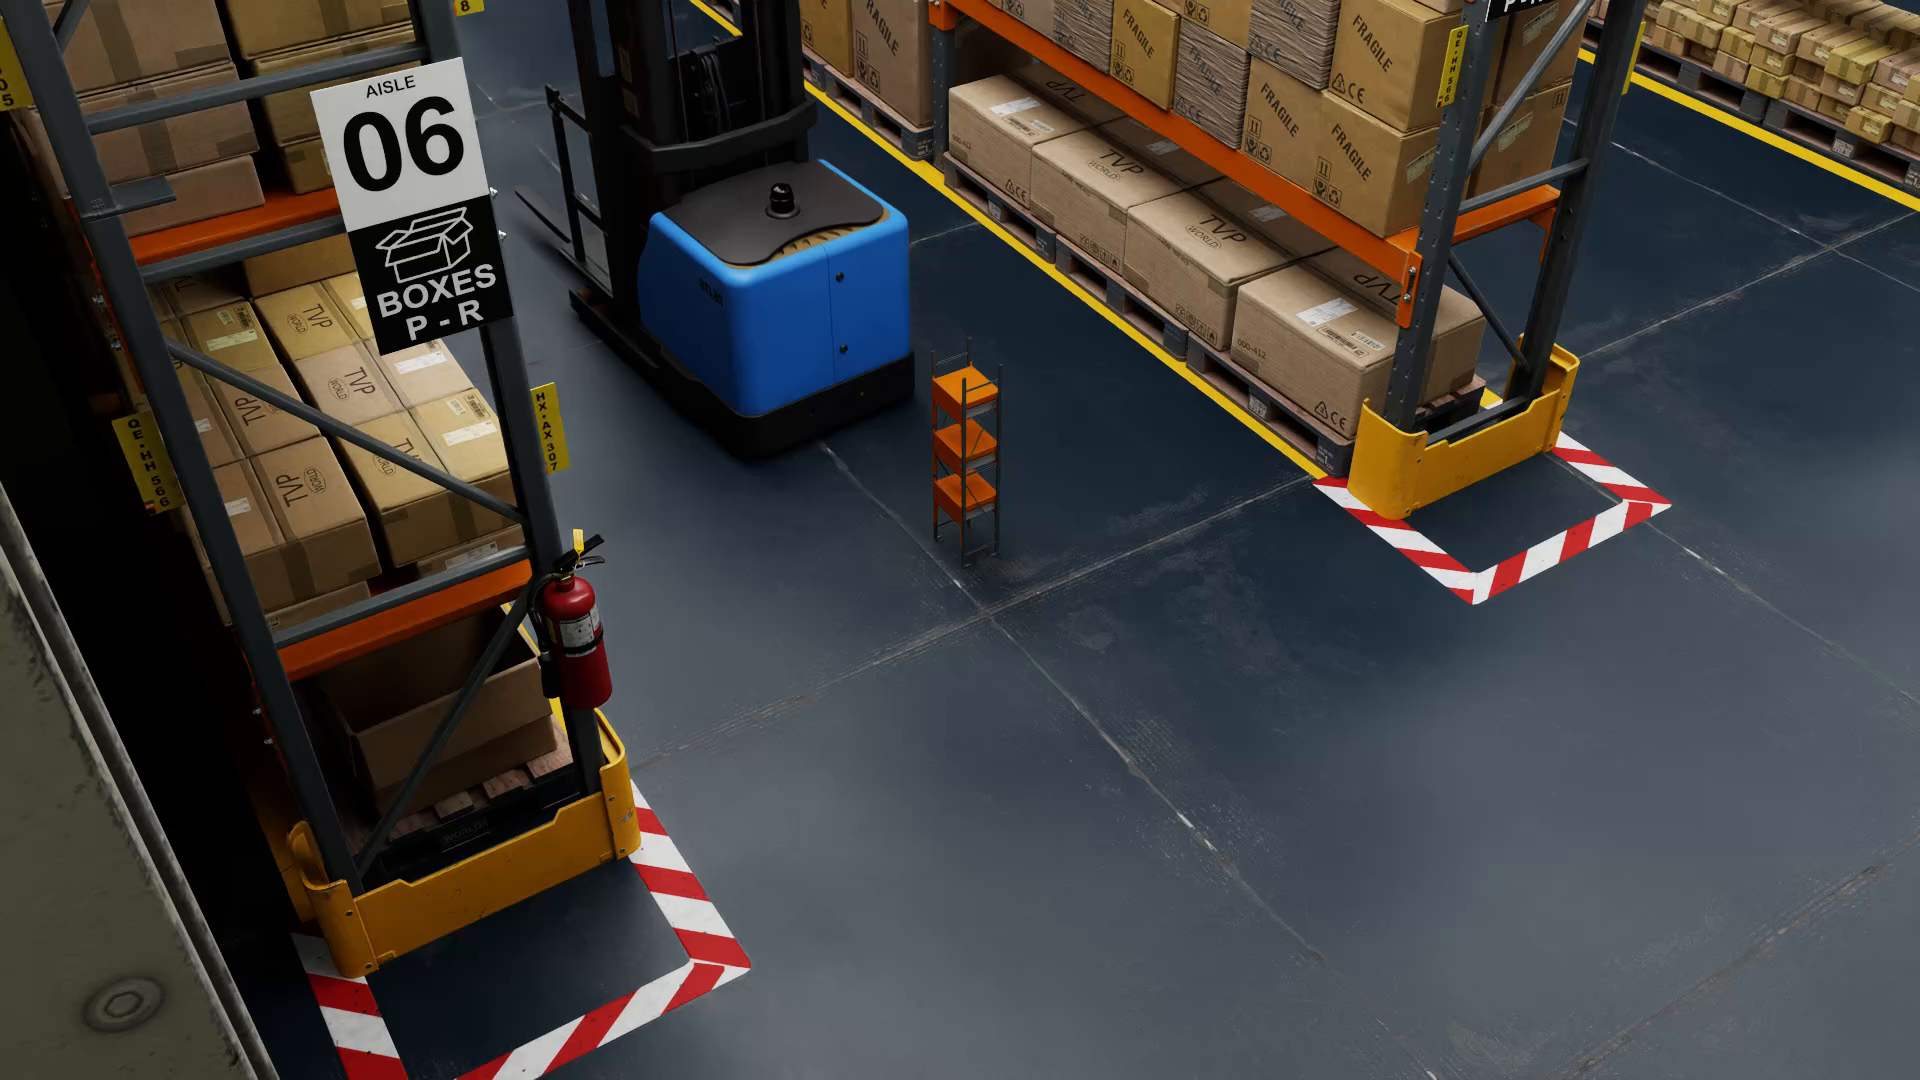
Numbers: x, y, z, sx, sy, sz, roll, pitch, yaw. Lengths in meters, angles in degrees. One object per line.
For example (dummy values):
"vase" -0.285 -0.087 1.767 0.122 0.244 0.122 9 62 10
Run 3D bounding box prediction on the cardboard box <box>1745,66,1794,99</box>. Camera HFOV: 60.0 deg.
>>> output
"cardboard box" 5.469 -3.093 11.078 0.380 0.149 0.250 -24 46 -26

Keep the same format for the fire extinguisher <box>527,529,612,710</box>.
"fire extinguisher" -1.279 0.269 5.496 0.296 0.674 0.183 -22 45 -24

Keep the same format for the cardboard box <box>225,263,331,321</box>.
"cardboard box" -2.604 -1.032 6.590 0.500 0.250 0.500 -23 45 -25

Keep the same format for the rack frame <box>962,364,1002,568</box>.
"rack frame" 0.094 -0.309 7.361 0.200 1.050 0.008 -22 45 -24

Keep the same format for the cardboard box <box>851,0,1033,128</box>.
"cardboard box" -0.117 -3.346 10.814 0.875 0.875 0.875 -21 44 -23

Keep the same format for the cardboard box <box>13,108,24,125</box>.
"cardboard box" -2.502 -1.452 4.751 0.500 0.250 0.500 -22 44 -24

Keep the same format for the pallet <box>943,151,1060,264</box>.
"pallet" 0.627 -2.185 10.268 1.003 0.211 1.213 -22 45 -24

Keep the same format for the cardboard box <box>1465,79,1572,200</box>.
"cardboard box" 2.419 -1.931 7.707 0.500 0.500 0.500 -23 45 -25

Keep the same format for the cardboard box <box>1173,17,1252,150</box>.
"cardboard box" 1.411 -2.293 8.141 0.500 0.500 0.500 -21 44 -23

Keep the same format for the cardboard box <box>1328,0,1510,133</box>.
"cardboard box" 1.975 -2.135 7.171 0.500 0.500 0.500 -21 44 -23

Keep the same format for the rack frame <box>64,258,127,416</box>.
"rack frame" -3.899 -1.983 7.847 1.000 3.000 0.127 -22 45 -24

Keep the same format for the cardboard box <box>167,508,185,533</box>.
"cardboard box" -2.637 -0.208 5.913 0.380 0.149 0.250 -22 45 -24

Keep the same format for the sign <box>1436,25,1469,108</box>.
"sign" 1.970 -1.891 6.647 0.100 0.325 0.005 -22 45 -24

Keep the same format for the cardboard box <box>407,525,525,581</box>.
"cardboard box" -1.693 0.001 5.663 0.380 0.149 0.250 -23 45 -25

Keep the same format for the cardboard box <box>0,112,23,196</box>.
"cardboard box" -5.528 -2.462 10.047 0.500 0.500 0.500 -20 44 -22

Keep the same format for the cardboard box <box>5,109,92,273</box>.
"cardboard box" -3.322 -1.432 6.485 0.500 0.500 0.500 -23 45 -26

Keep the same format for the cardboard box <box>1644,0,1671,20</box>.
"cardboard box" 4.973 -3.799 11.693 0.380 0.149 0.250 -20 44 -22

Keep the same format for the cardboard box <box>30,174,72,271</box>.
"cardboard box" -3.585 -1.411 7.046 0.500 0.250 0.500 -23 45 -25

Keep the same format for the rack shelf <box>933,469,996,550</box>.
"rack shelf" 0.029 -0.153 7.624 0.215 0.259 0.240 -22 45 -24

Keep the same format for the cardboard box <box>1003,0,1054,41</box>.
"cardboard box" 0.583 -3.116 9.128 0.500 0.500 0.500 -22 45 -24

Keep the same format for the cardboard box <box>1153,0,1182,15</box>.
"cardboard box" 1.137 -2.948 8.146 0.500 0.500 0.500 -23 45 -25

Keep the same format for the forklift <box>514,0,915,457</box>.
"forklift" -1.516 -2.432 8.439 1.130 2.935 3.031 -25 46 -27

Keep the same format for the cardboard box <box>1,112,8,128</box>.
"cardboard box" -5.182 -2.364 9.422 0.380 0.149 0.250 -24 45 -26

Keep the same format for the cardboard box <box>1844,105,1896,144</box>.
"cardboard box" 5.872 -2.675 10.577 0.380 0.149 0.250 -21 44 -23

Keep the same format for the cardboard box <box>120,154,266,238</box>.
"cardboard box" -2.115 -0.973 4.488 0.380 0.149 0.250 -21 44 -23

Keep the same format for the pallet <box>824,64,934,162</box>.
"pallet" -0.194 -3.013 11.261 1.003 0.211 1.213 -22 45 -24

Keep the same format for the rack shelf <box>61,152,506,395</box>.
"rack shelf" -2.823 -1.780 5.822 1.077 0.370 4.000 -22 45 -24

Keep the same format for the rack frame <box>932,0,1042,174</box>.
"rack frame" 0.284 -3.694 9.900 1.000 3.000 0.127 -22 45 -24

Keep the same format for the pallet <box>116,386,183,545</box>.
"pallet" -3.530 -0.541 8.295 1.003 0.211 1.213 -22 45 -24

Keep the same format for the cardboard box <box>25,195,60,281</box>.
"cardboard box" -4.672 -1.618 9.034 0.500 0.500 0.500 -24 45 -26

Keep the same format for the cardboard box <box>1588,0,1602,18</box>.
"cardboard box" 4.649 -3.951 12.108 0.380 0.149 0.250 -22 45 -25

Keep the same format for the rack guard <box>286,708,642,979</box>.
"rack guard" -1.789 1.095 6.106 1.175 0.500 0.348 -22 45 -24

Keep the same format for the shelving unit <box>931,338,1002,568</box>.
"shelving unit" 0.029 -0.374 7.440 0.215 1.050 0.252 -22 45 -24

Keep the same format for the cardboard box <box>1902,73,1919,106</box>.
"cardboard box" 6.056 -2.786 10.245 0.380 0.149 0.250 -22 44 -24

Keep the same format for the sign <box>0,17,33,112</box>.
"sign" -2.227 -1.136 3.796 0.100 0.325 0.005 -22 45 -24

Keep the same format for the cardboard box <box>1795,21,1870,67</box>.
"cardboard box" 5.637 -3.199 10.741 0.380 0.149 0.250 -24 45 -26

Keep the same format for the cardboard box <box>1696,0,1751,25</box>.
"cardboard box" 5.233 -3.637 11.266 0.380 0.149 0.250 -22 45 -24

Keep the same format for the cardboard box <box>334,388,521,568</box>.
"cardboard box" -1.765 -0.218 5.614 0.500 0.250 0.500 -22 45 -24

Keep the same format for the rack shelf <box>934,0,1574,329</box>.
"rack shelf" 1.360 -2.338 8.835 1.077 0.370 4.000 -22 45 -24

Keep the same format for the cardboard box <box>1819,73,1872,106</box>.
"cardboard box" 5.749 -2.940 10.662 0.380 0.149 0.250 -24 45 -26

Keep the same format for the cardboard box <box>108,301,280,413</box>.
"cardboard box" -2.758 -0.585 6.055 0.500 0.250 0.500 -21 44 -23

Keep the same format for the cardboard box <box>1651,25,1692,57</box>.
"cardboard box" 5.060 -3.525 11.596 0.380 0.149 0.250 -23 45 -26

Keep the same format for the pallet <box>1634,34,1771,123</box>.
"pallet" 5.455 -3.371 11.691 1.003 0.211 1.213 -22 45 -24

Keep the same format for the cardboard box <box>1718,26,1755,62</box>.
"cardboard box" 5.337 -3.360 11.166 0.380 0.149 0.250 -20 44 -22

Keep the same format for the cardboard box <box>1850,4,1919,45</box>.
"cardboard box" 6.079 -3.380 10.958 0.380 0.149 0.250 -24 46 -26

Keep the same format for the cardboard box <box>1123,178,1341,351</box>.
"cardboard box" 1.497 -1.525 8.970 0.875 0.438 0.875 -21 44 -23
